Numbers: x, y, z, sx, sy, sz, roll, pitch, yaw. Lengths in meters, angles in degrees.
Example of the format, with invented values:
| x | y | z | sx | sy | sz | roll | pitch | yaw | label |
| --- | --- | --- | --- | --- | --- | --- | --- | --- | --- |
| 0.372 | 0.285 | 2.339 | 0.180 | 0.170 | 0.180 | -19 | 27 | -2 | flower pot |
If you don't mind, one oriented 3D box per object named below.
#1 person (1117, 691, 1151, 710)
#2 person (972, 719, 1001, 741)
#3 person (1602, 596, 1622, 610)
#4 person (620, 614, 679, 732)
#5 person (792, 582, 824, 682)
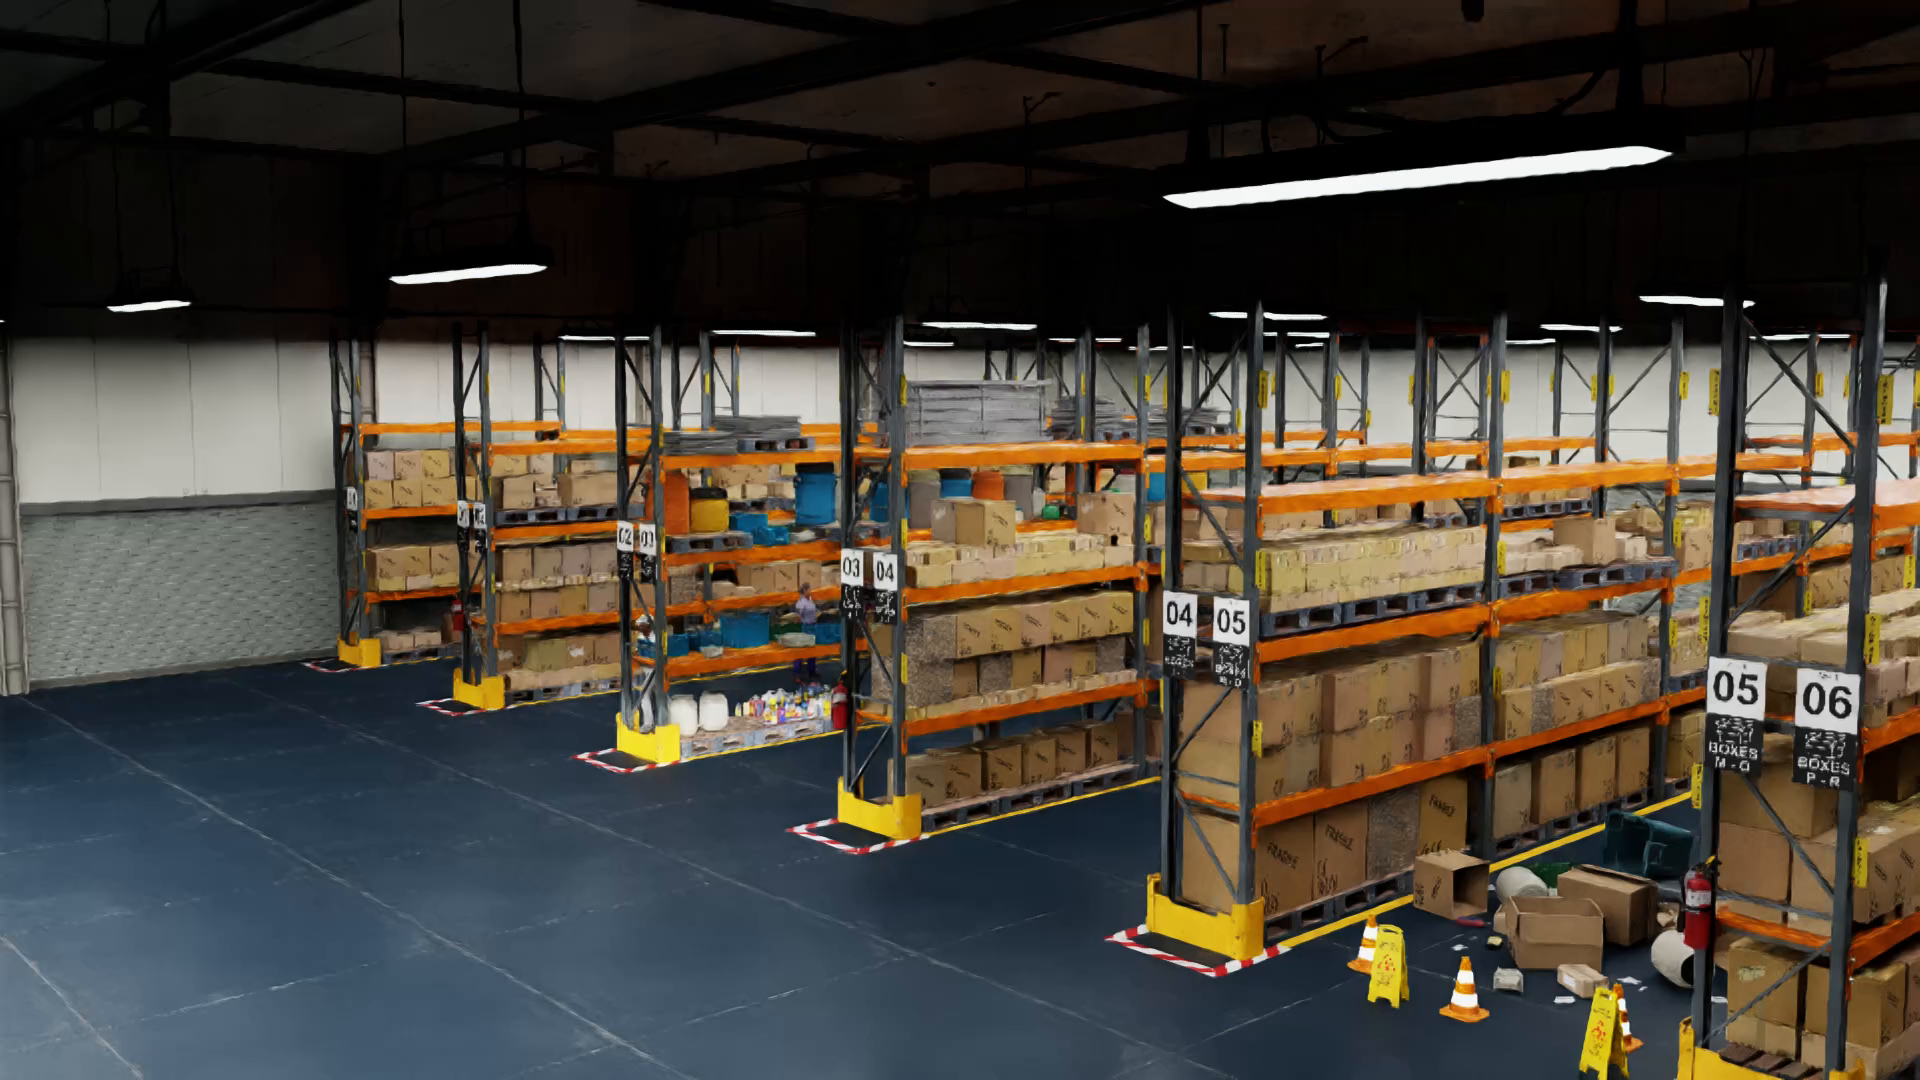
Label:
| x | y | z | sx | sy | sz | roll | pitch | yaw | label |
| --- | --- | --- | --- | --- | --- | --- | --- | --- | --- |
| 2.504 | 2.018 | 23.845 | 0.582 | 1.611 | 0.625 | -5 | 8 | -43 | person |
| 0.339 | 2.120 | 22.012 | 0.669 | 1.719 | 0.591 | -2 | 6 | -17 | person |
| 12.802 | 1.035 | 33.082 | 1.122 | 1.706 | 0.566 | -5 | 7 | -39 | person |
| -4.493 | 1.915 | 24.330 | 0.856 | 1.697 | 0.734 | -4 | 7 | -37 | person |
| -2.592 | 1.547 | 28.206 | 0.445 | 1.657 | 0.578 | 2 | 6 | 22 | person |
